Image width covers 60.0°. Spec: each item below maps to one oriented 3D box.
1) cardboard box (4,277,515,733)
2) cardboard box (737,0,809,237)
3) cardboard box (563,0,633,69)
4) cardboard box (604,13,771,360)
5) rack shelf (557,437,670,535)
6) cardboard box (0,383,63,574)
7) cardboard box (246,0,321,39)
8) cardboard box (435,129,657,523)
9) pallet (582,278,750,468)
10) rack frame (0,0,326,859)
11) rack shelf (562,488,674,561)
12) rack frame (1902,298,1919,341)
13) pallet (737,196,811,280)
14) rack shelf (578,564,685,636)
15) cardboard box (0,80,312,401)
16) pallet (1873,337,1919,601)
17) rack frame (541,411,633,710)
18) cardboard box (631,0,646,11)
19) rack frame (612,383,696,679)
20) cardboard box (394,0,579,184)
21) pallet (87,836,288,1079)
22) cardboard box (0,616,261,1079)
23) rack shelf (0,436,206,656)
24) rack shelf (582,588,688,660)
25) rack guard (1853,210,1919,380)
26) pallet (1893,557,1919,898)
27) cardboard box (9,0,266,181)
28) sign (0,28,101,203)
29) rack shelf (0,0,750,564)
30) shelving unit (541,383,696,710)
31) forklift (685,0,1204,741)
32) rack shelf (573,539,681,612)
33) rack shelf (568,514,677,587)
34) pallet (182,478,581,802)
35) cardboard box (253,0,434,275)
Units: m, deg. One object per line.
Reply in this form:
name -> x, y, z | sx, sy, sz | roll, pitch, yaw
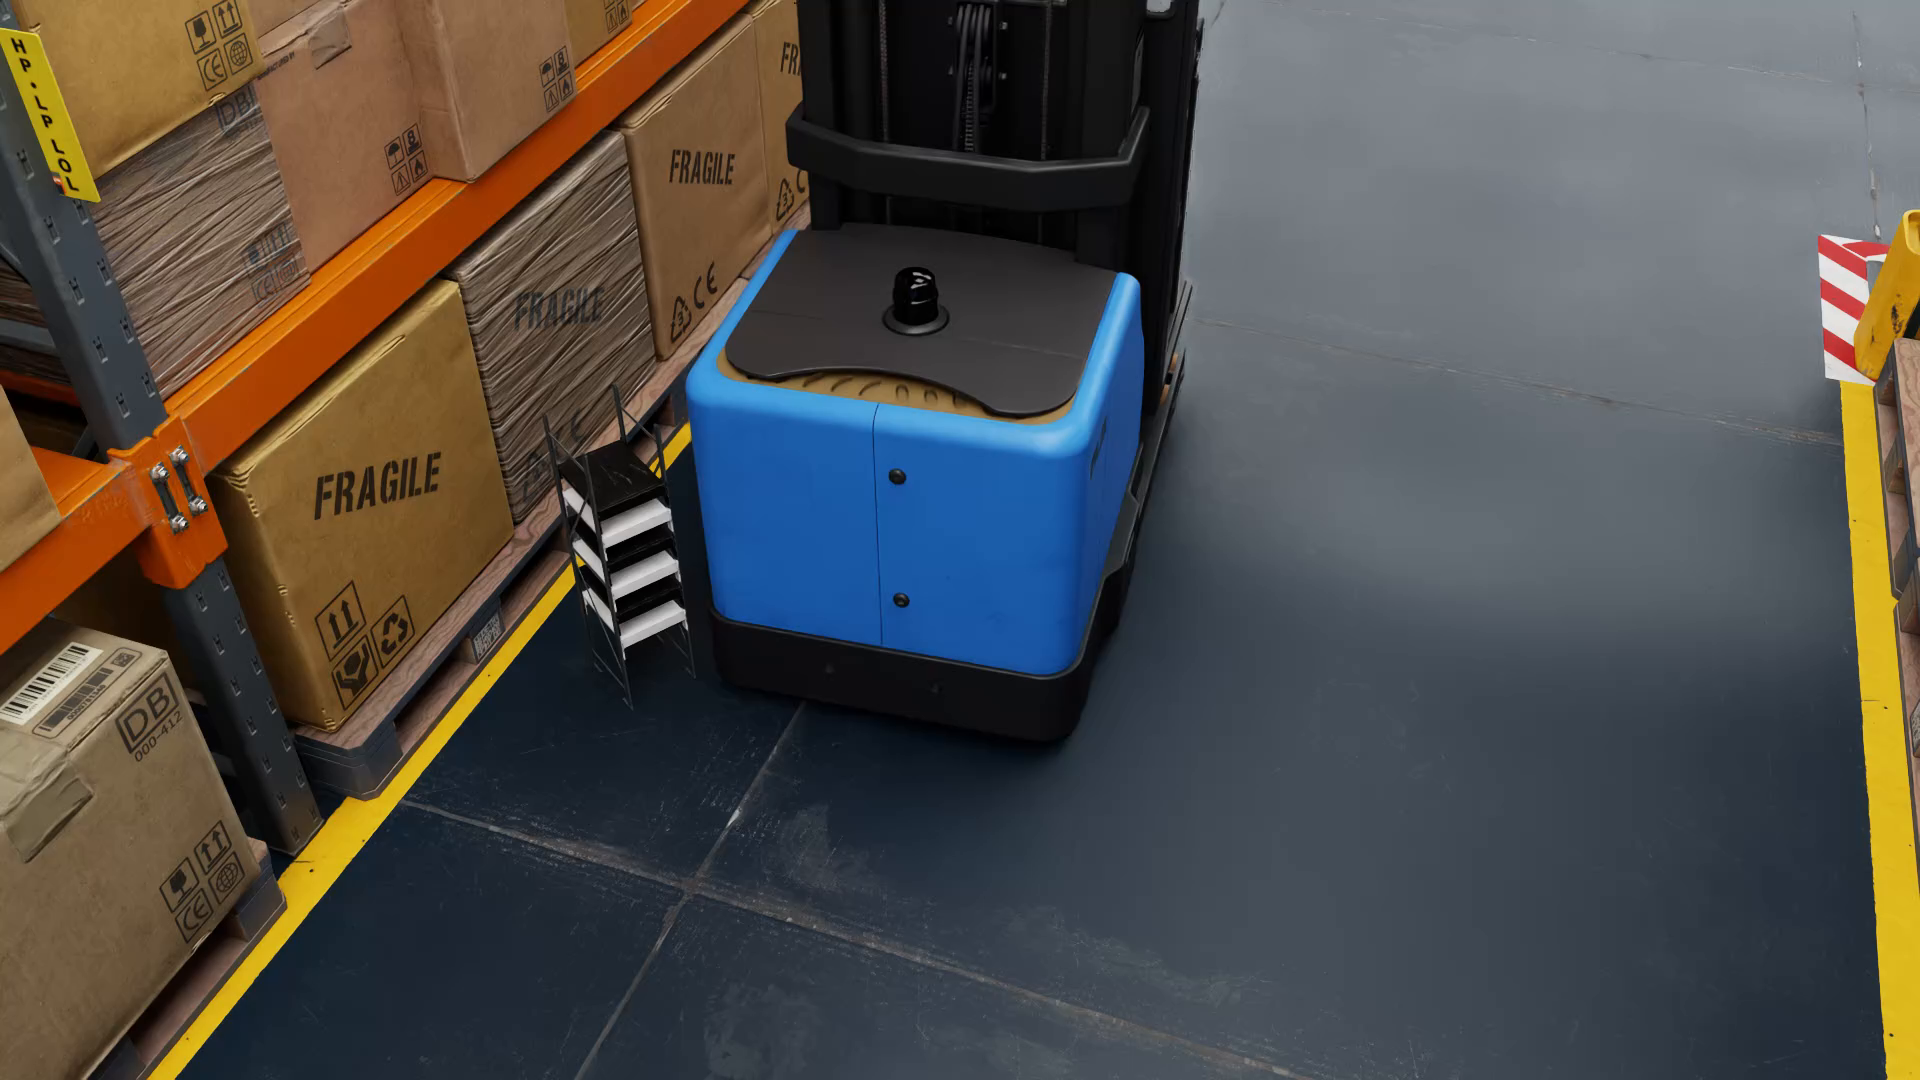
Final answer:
cardboard box -> -1.879, -0.187, 4.471 | 0.875, 0.875, 0.875 | 14, 42, 16
cardboard box -> -0.962, -1.830, 6.397 | 0.875, 0.875, 0.875 | 14, 42, 15
cardboard box -> -1.496, -1.741, 4.864 | 0.875, 0.550, 0.500 | 13, 42, 15
cardboard box -> -1.261, -1.293, 5.768 | 0.875, 0.875, 0.875 | 13, 42, 14
rack shelf -> -0.915, -0.145, 4.362 | 0.200, 0.077, 0.258 | -26, 47, -27
cardboard box -> -2.087, -0.128, 3.011 | 0.500, 0.500, 0.500 | 13, 42, 15
cardboard box -> -1.922, -1.514, 3.766 | 0.875, 0.550, 0.550 | 13, 42, 15
cardboard box -> -1.574, -0.737, 5.117 | 0.875, 0.875, 0.875 | 14, 42, 15
pallet -> -1.411, -0.599, 5.790 | 1.003, 0.211, 1.213 | 13, 42, 15
rack frame -> -2.160, -0.467, 3.487 | 1.000, 3.000, 0.127 | 13, 42, 15
rack shelf -> -0.915, -0.077, 4.421 | 0.200, 0.077, 0.258 | -26, 47, -27
rack frame -> 3.834, -1.744, 4.984 | 1.000, 3.000, 0.127 | 13, 42, 15
pallet -> -0.992, -1.341, 6.659 | 1.003, 0.211, 1.213 | 13, 42, 15
rack shelf -> -0.915, 0.129, 4.596 | 0.200, 0.077, 0.258 | -26, 47, -27
cardboard box -> -2.045, -0.752, 3.705 | 0.875, 0.550, 0.550 | 13, 42, 15
pallet -> 3.497, -0.150, 5.263 | 1.003, 0.211, 1.213 | 13, 42, 15
rack frame -> -0.996, 0.075, 4.469 | 0.006, 0.900, 0.240 | -26, 47, -27
cardboard box -> -1.353, -2.074, 5.254 | 0.875, 0.550, 0.550 | 13, 42, 15
rack frame -> -0.834, -0.005, 4.563 | 0.006, 0.900, 0.240 | -26, 47, -27
cardboard box -> -1.583, -1.396, 4.459 | 0.875, 0.550, 0.550 | 13, 42, 15
pallet -> -2.353, 1.081, 3.820 | 1.003, 0.211, 1.213 | 13, 42, 15
cardboard box -> -2.287, 0.627, 3.613 | 1.050, 0.750, 0.750 | 13, 42, 15
rack shelf -> -2.844, 1.026, 2.290 | 1.077, 0.370, 4.000 | 13, 42, 15
rack shelf -> -0.915, 0.197, 4.654 | 0.200, 0.077, 0.258 | -26, 47, -27
rack guard -> 3.808, -0.747, 5.741 | 1.175, 0.500, 0.348 | 13, 42, 15
pallet -> 3.079, 0.592, 4.393 | 1.003, 0.211, 1.213 | 13, 42, 15
cardboard box -> -2.001, -1.152, 3.342 | 0.875, 0.550, 0.550 | 13, 42, 15
sign -> -1.647, -0.763, 3.002 | 0.100, 0.325, 0.005 | 13, 42, 15
rack shelf -> -1.476, -1.413, 5.150 | 1.077, 0.370, 4.000 | 13, 42, 15
shelving unit -> -0.915, 0.035, 4.516 | 0.210, 0.900, 0.258 | -26, 47, -27
forklift -> 0.164, -1.536, 4.792 | 1.130, 2.935, 3.031 | 9, 41, 11
rack shelf -> -0.915, 0.060, 4.538 | 0.200, 0.077, 0.258 | -26, 47, -27
rack shelf -> -0.915, -0.008, 4.479 | 0.200, 0.077, 0.258 | -26, 47, -27
pallet -> -1.826, 0.147, 4.915 | 1.003, 0.211, 1.213 | 13, 42, 15
cardboard box -> -1.878, -1.092, 4.104 | 0.875, 0.550, 0.550 | 13, 42, 15
